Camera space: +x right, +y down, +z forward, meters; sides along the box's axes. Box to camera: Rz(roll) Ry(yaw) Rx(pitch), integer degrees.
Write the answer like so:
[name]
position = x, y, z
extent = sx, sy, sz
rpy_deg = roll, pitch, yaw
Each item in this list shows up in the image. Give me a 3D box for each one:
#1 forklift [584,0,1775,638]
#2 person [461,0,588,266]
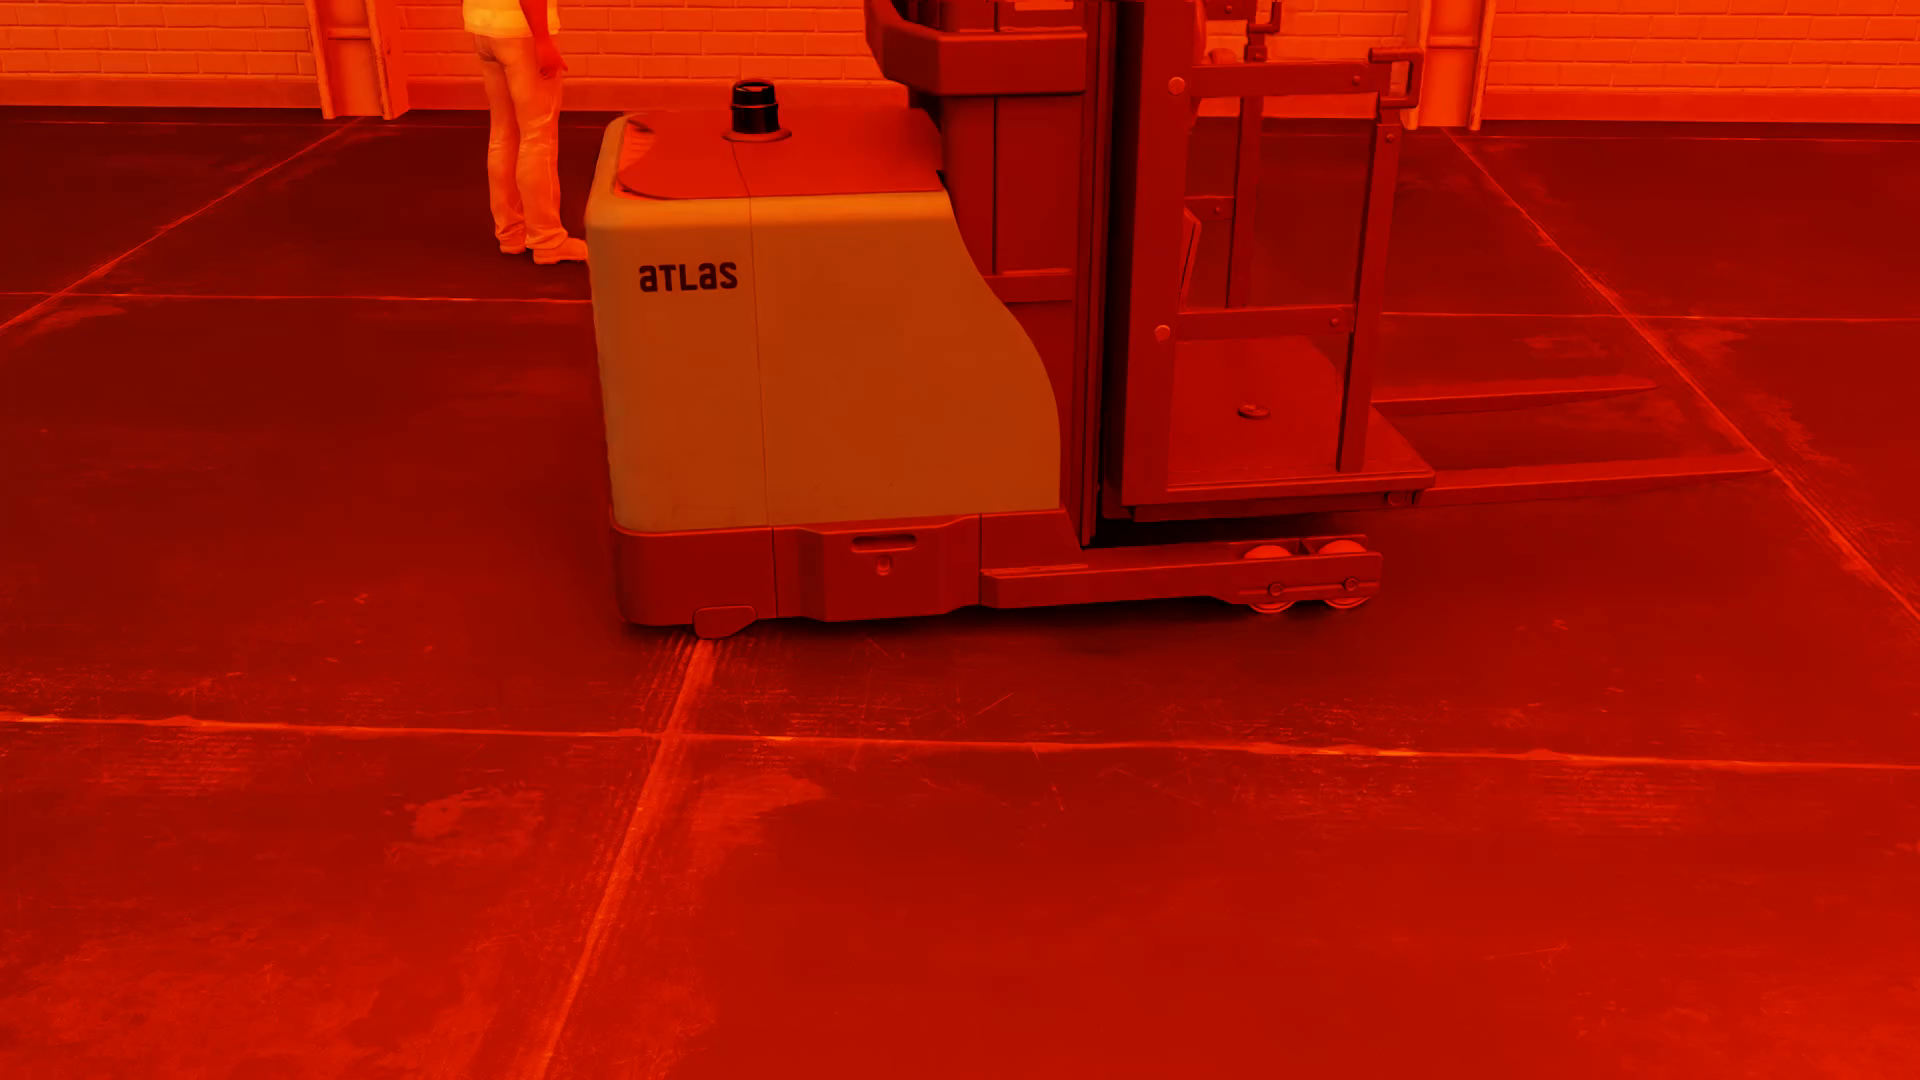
[forklift]
position = 0.616, -1.361, 3.967
extent = 3.031, 2.935, 1.130
rpy_deg = -3, 26, -7
[person]
position = -1.748, -2.000, 6.579
extent = 0.370, 1.771, 0.564
rpy_deg = -22, 34, -37
